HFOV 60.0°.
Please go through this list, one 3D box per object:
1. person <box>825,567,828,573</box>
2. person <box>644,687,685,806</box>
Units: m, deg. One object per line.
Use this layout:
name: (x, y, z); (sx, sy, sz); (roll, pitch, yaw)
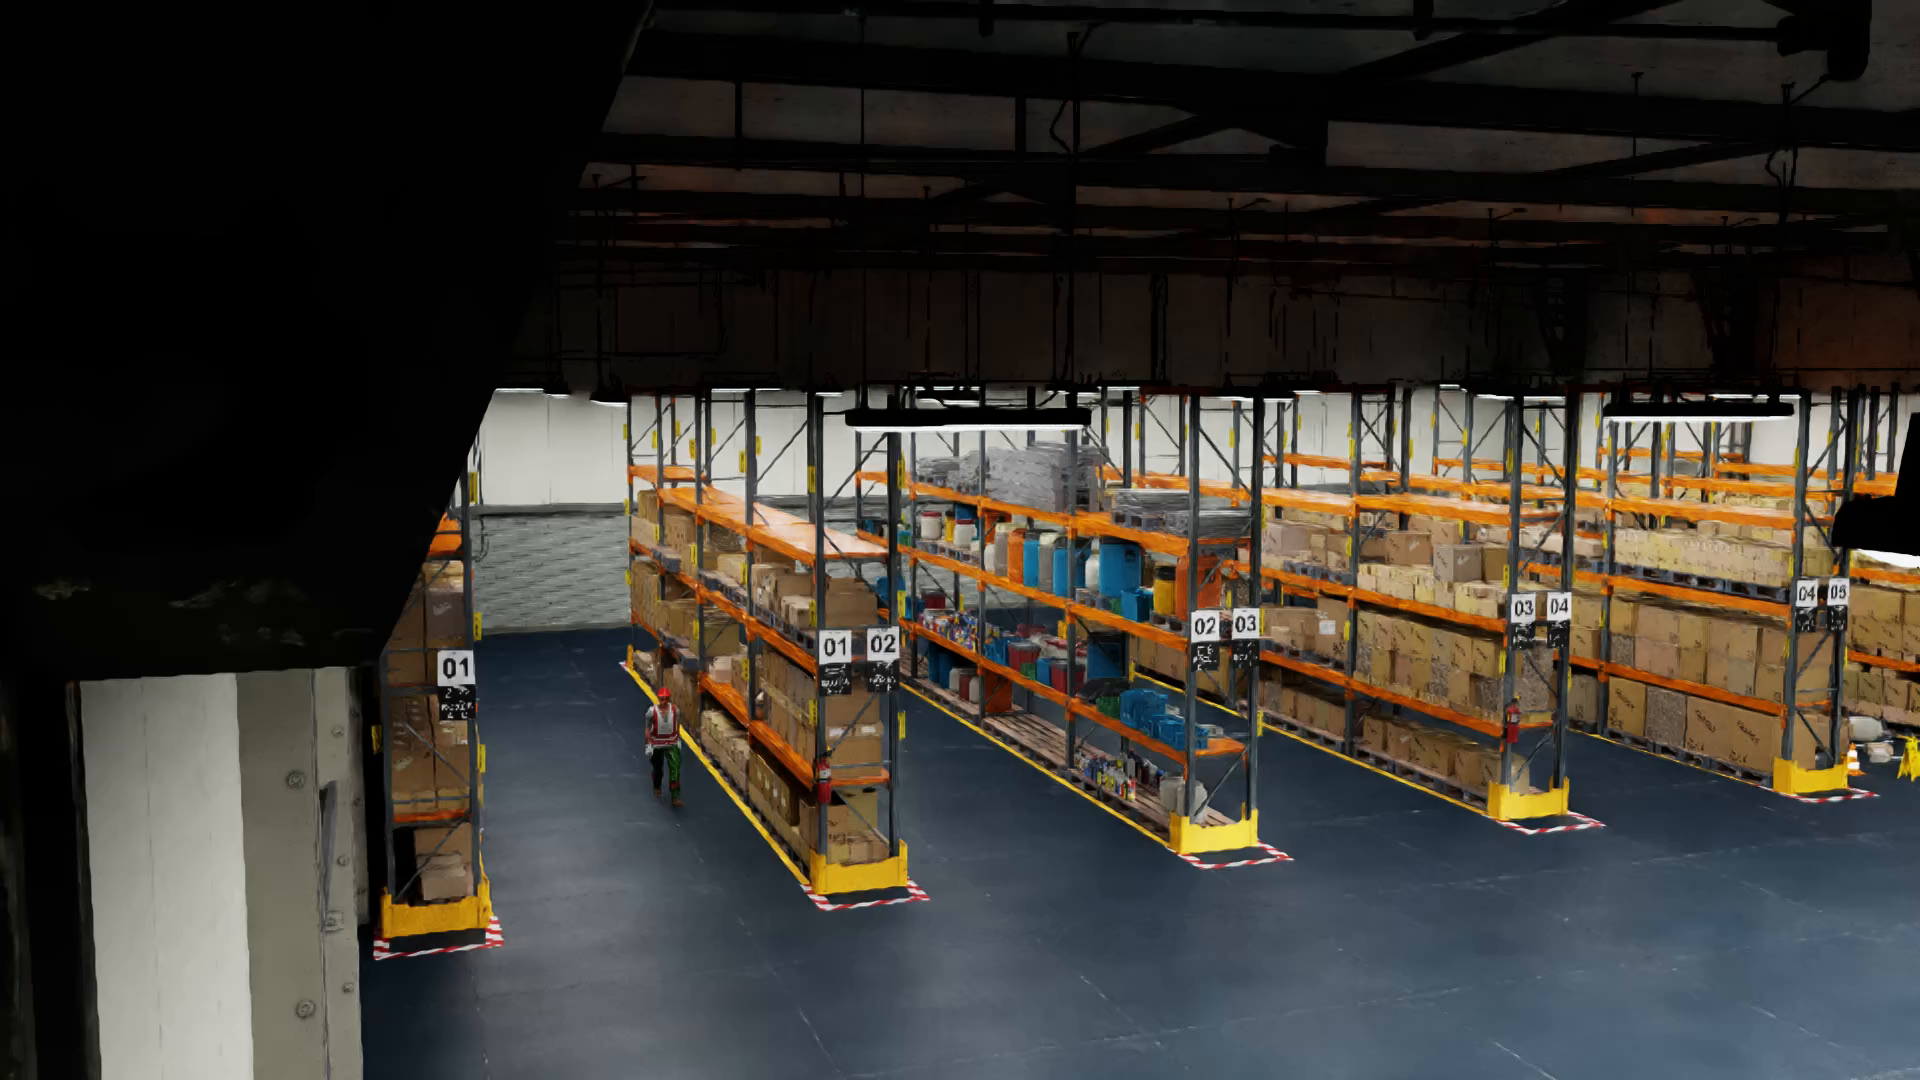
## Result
person: (-3.519, 1.257, 40.656); (0.510, 1.776, 0.764); (3, 7, 28)
person: (-4.308, 2.969, 24.204); (0.553, 1.709, 1.123); (-2, 6, -17)
